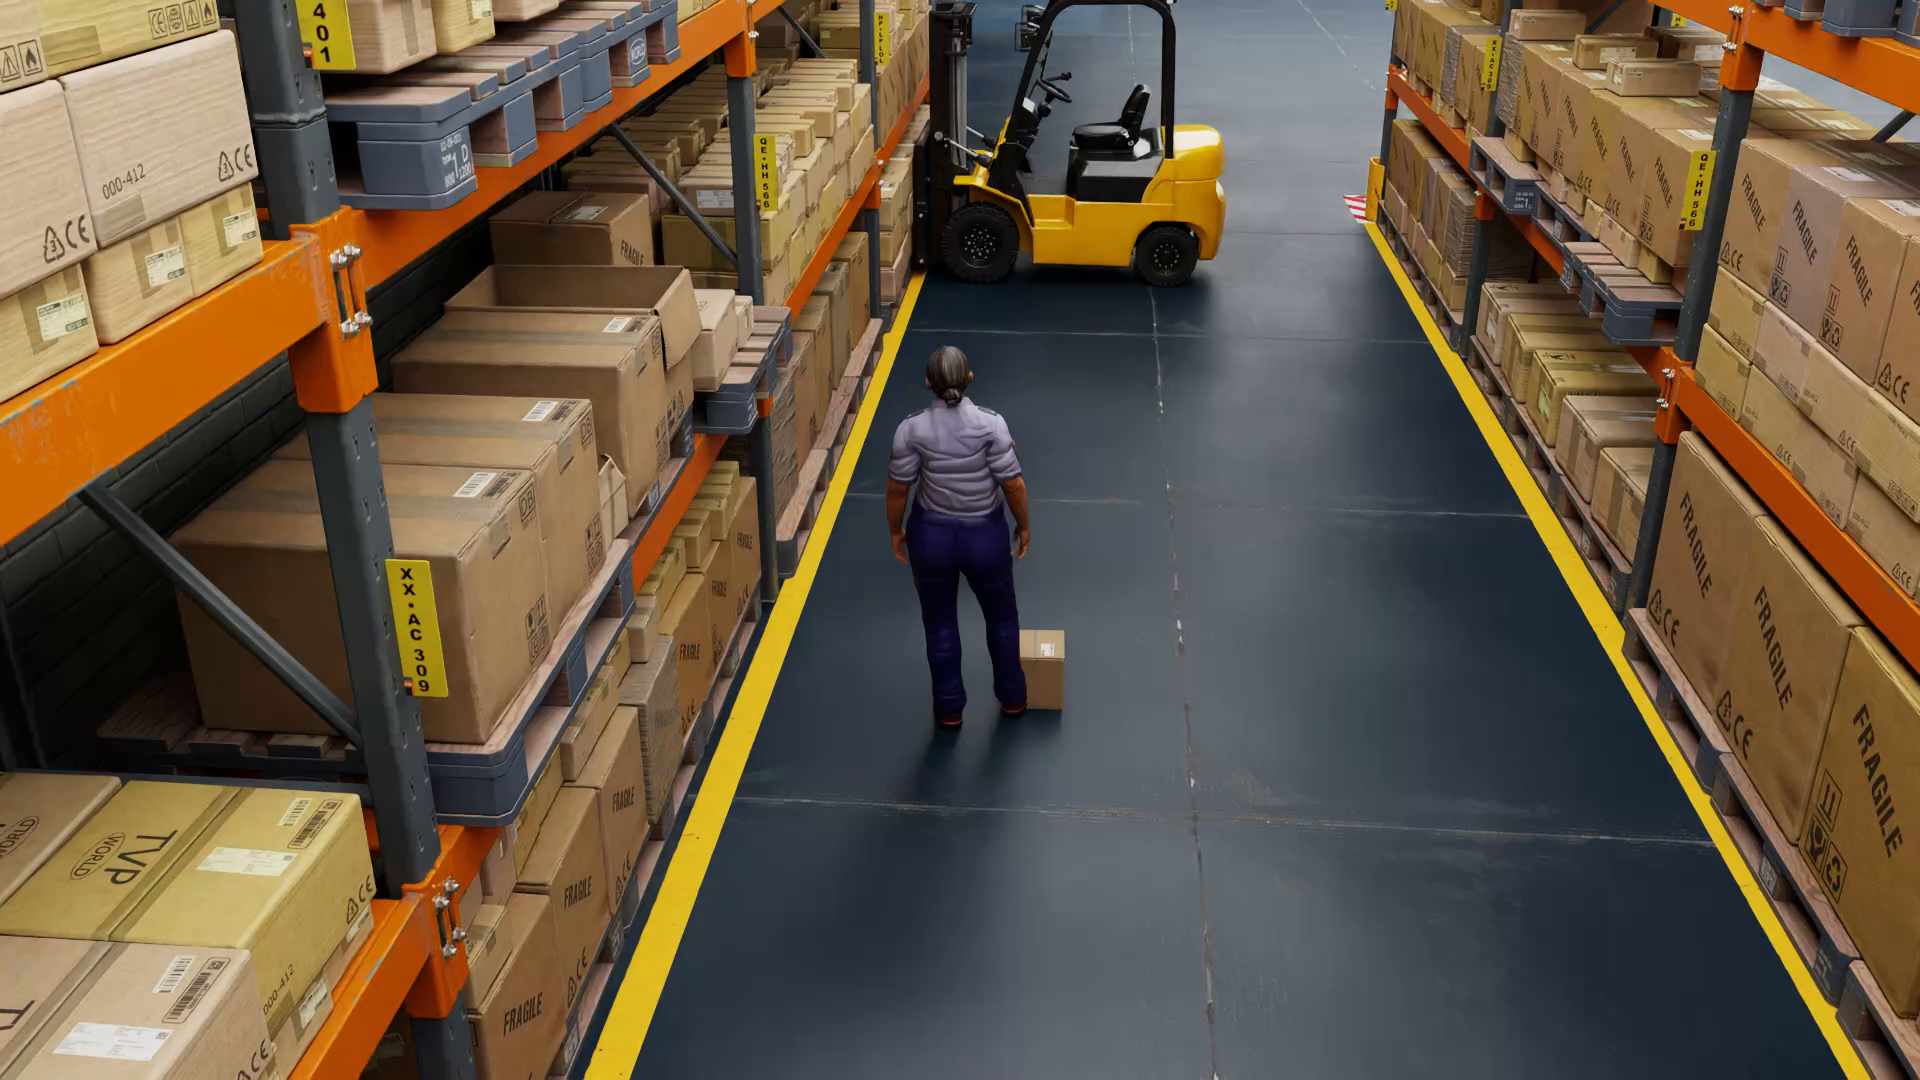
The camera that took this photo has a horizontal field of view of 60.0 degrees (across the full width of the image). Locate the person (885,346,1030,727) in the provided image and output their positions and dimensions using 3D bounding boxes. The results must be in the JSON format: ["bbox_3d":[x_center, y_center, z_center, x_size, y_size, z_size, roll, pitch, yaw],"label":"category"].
[{"bbox_3d":[0.018,-0.022,6.660,0.599,1.640,0.503,2,25,4],"label":"person"}]
